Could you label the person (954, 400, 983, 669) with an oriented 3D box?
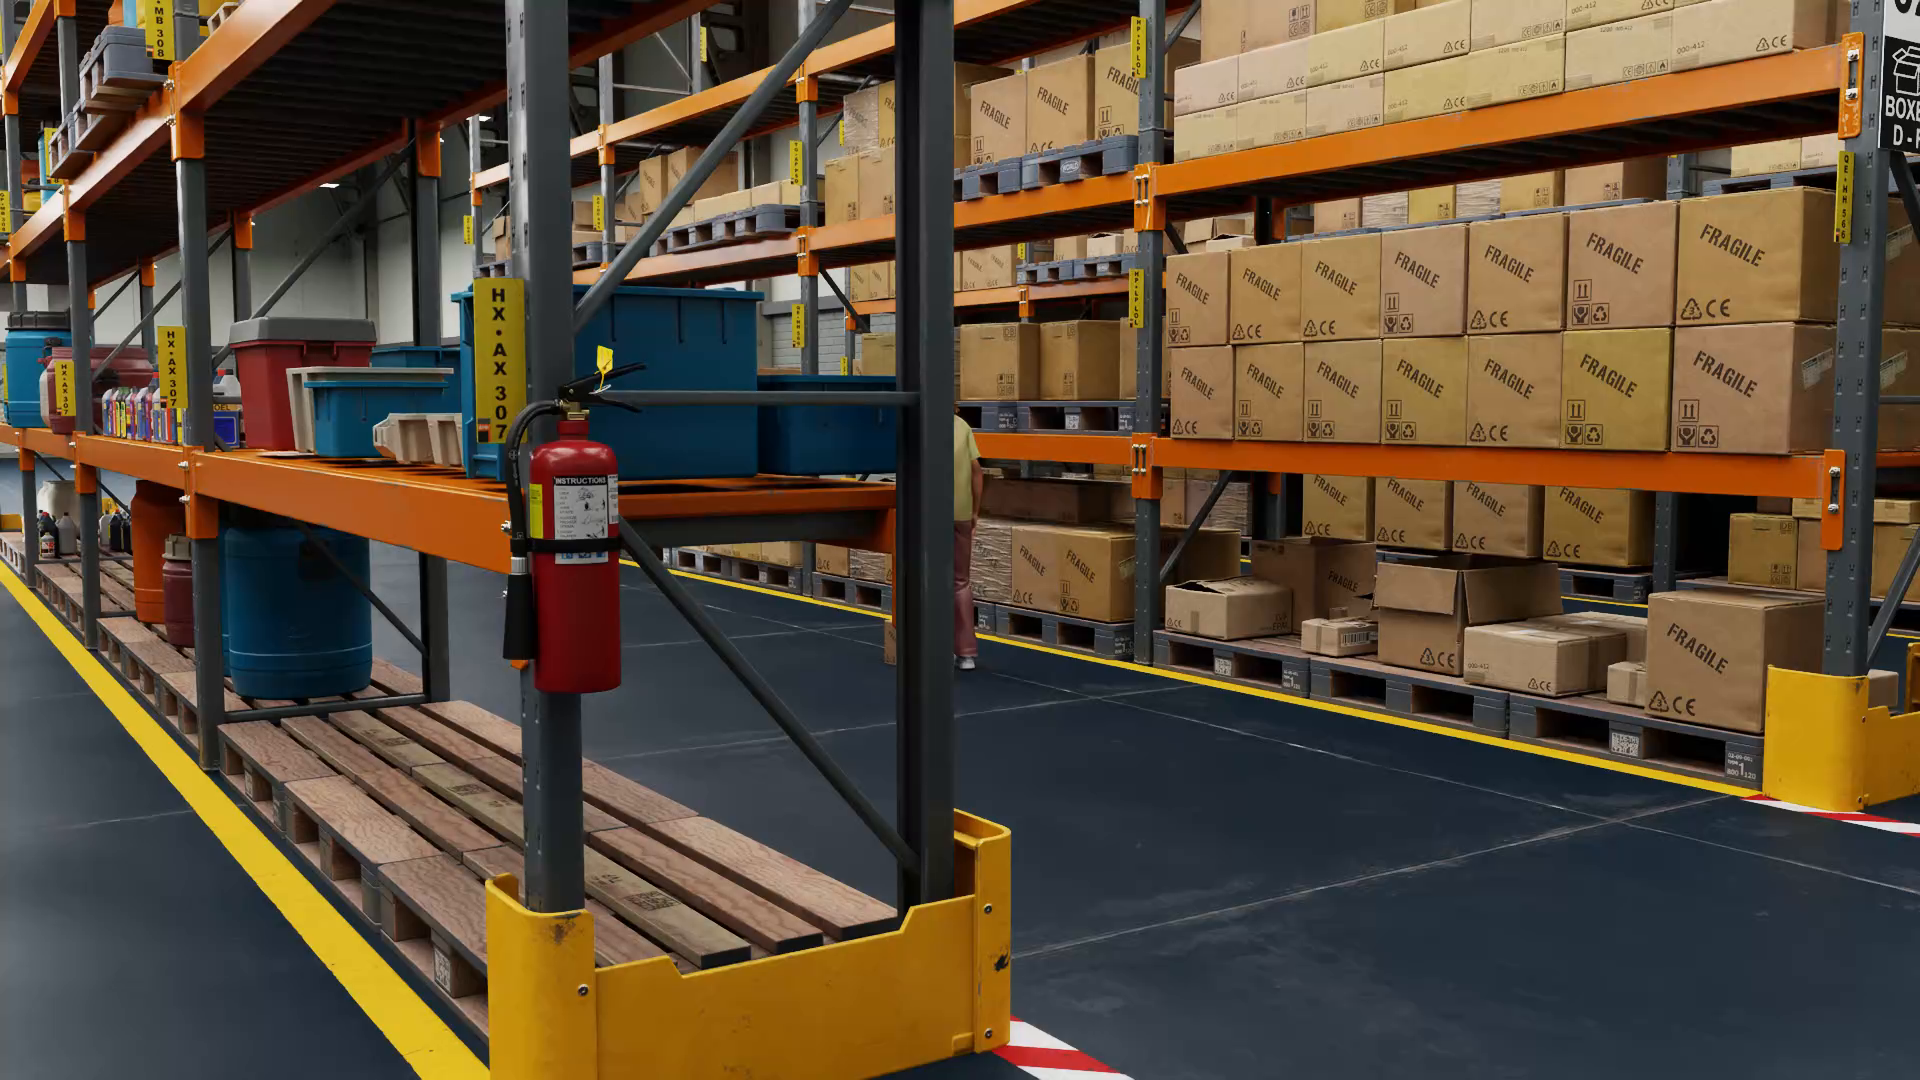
[{"bbox_3d":[-0.115,-0.103,9.286,0.497,1.672,0.360,-3,6,-33],"label":"person"}]
